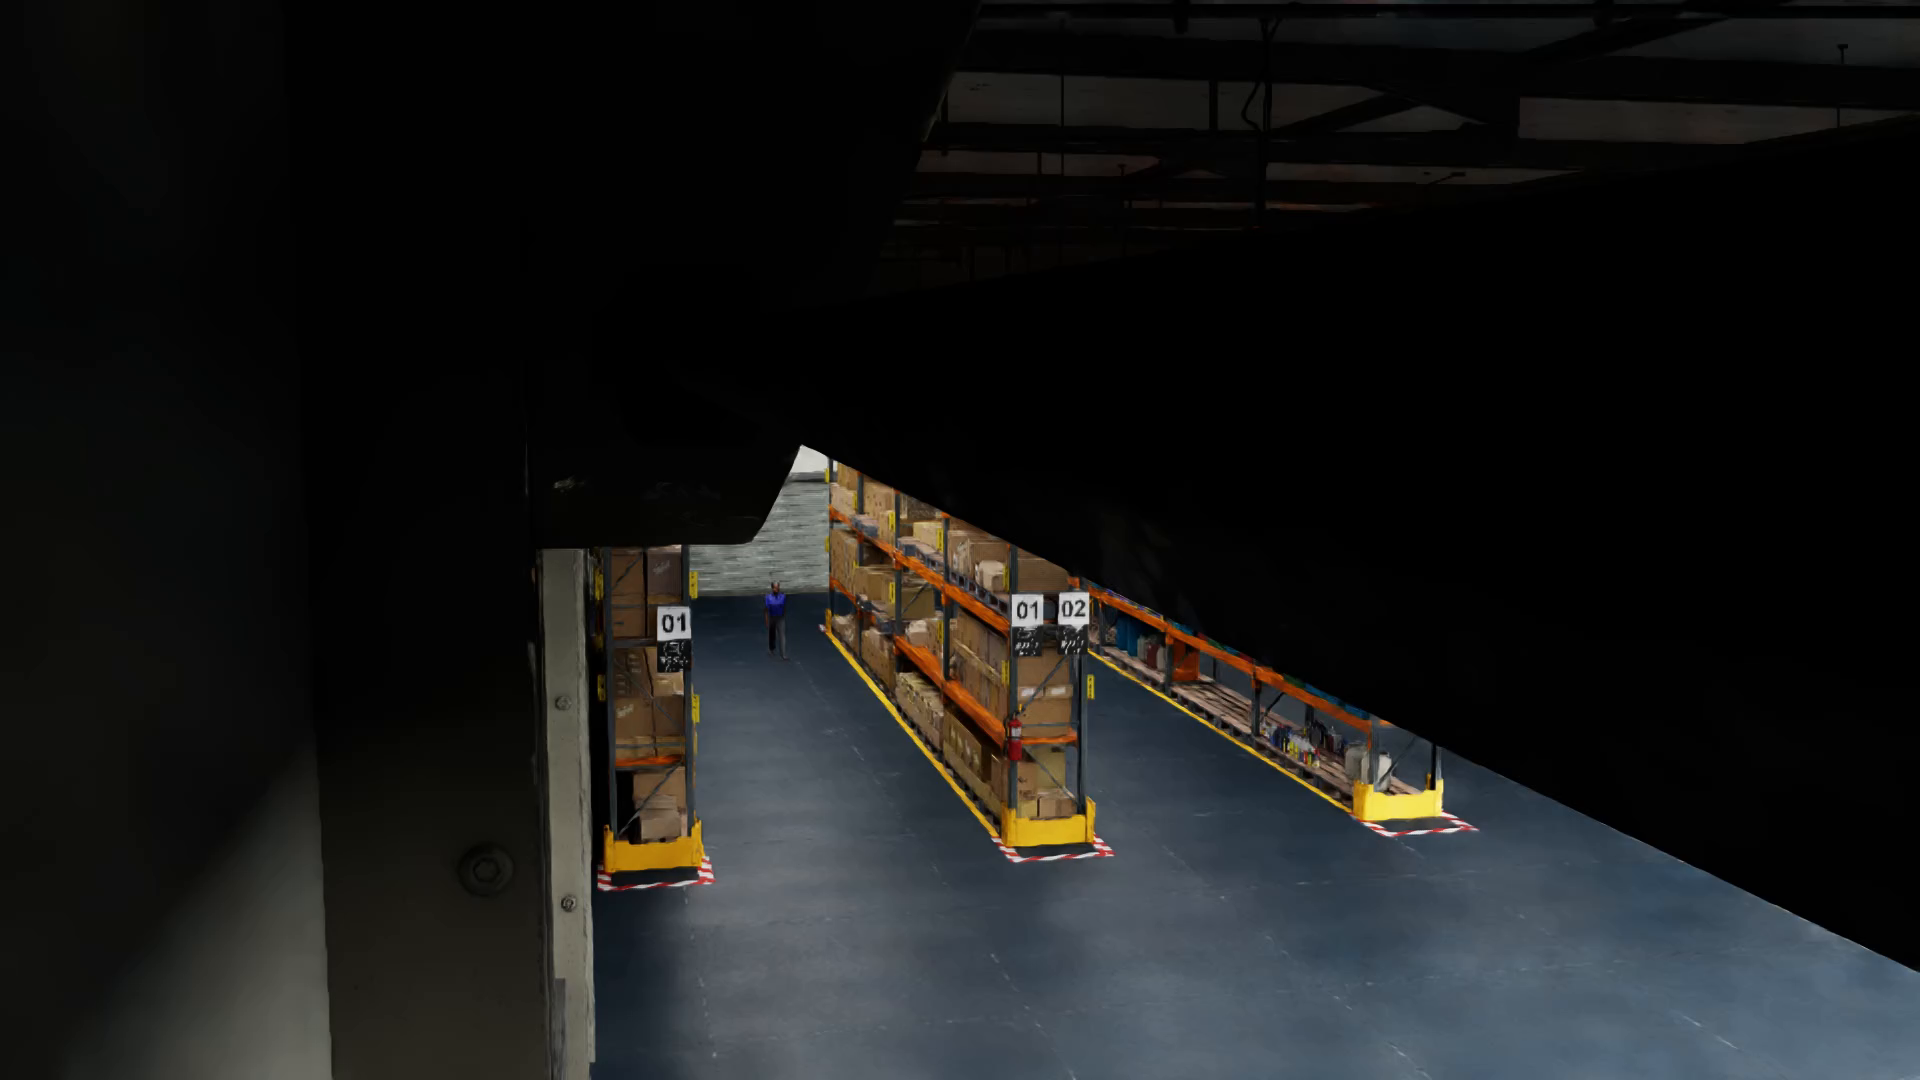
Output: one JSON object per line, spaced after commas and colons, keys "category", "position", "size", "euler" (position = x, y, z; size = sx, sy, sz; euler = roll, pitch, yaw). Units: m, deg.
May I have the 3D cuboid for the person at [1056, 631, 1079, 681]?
{"category": "person", "position": [2.041, 1.820, 31.230], "size": [0.495, 1.589, 1.086], "euler": [-1, 7, -10]}

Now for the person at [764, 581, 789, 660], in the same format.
{"category": "person", "position": [-3.691, 1.585, 33.288], "size": [0.447, 1.574, 1.088], "euler": [-1, 7, -10]}
